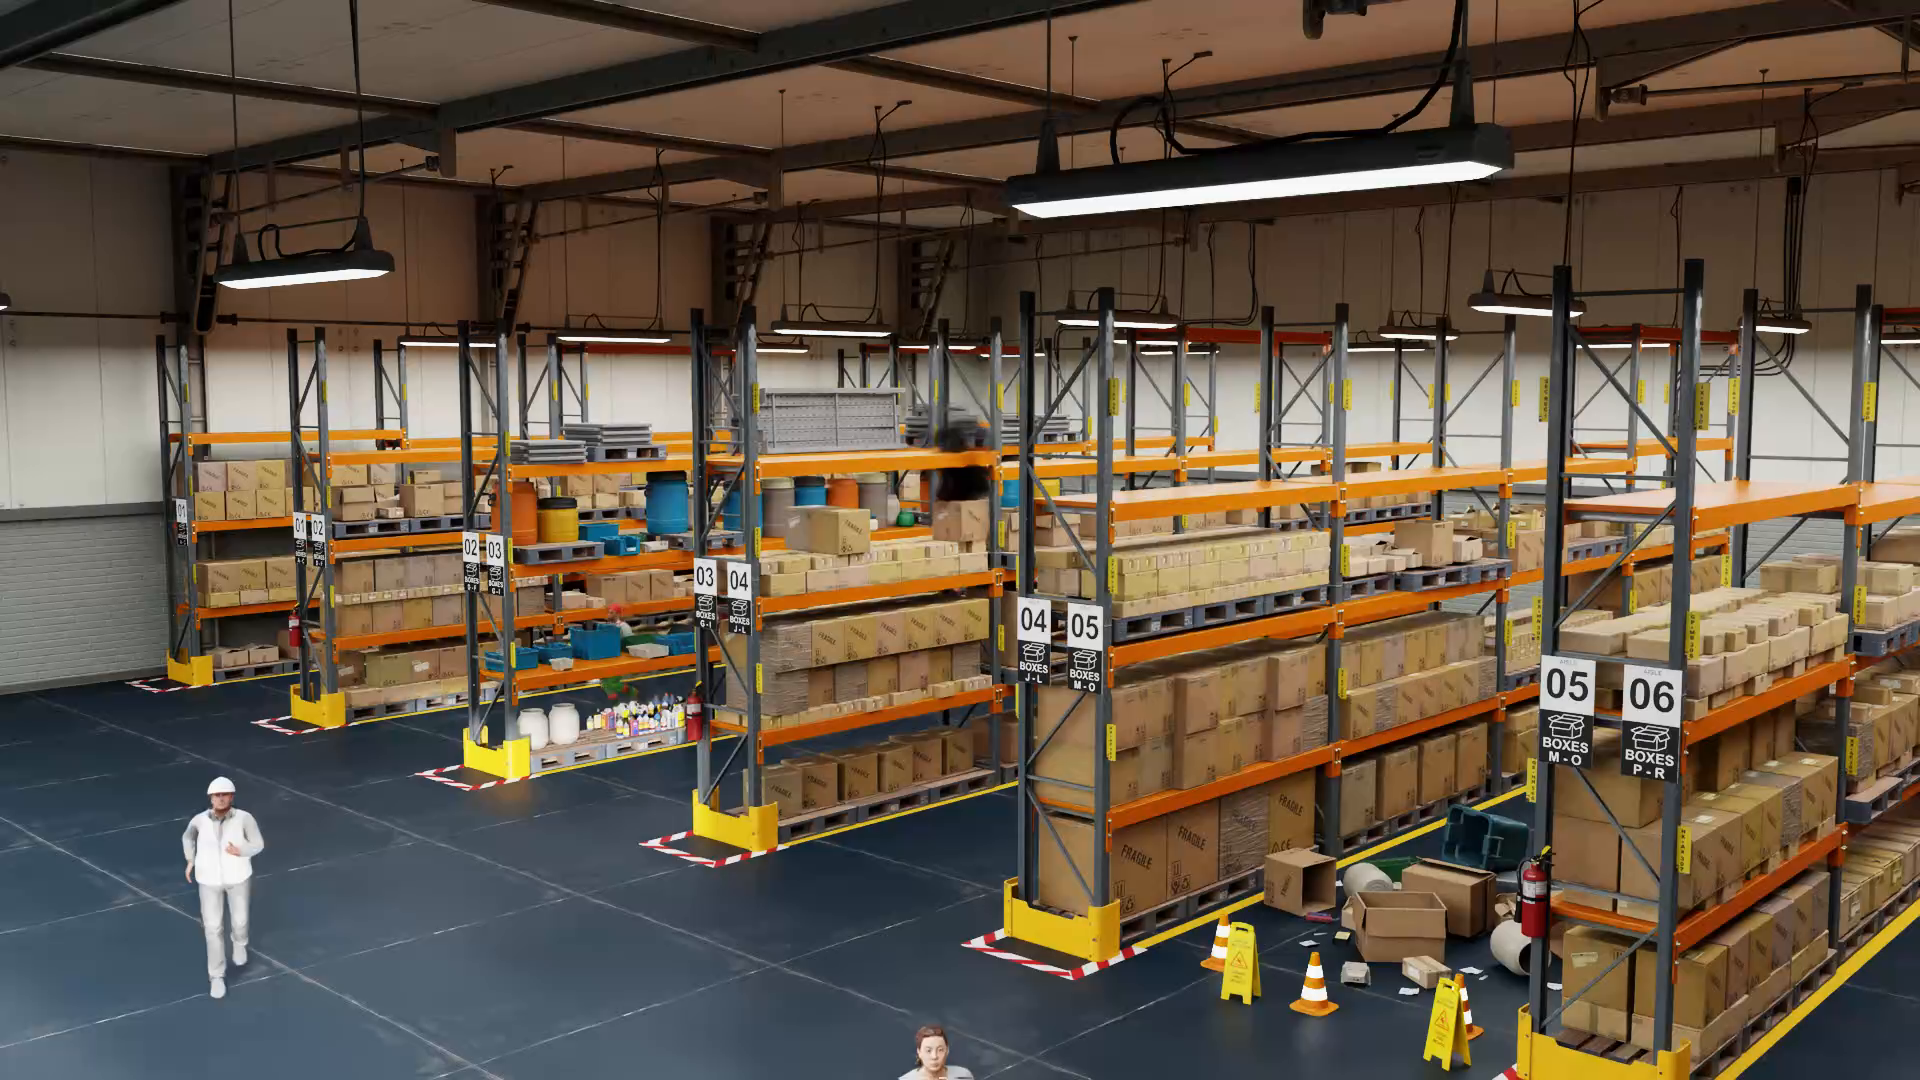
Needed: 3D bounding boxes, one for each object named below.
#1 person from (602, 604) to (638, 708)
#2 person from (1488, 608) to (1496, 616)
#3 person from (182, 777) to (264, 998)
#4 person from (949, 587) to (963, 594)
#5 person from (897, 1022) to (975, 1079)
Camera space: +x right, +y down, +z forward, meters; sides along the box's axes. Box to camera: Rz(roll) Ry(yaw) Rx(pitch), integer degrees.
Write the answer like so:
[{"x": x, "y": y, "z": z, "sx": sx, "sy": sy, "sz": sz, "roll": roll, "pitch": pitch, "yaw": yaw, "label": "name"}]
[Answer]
[{"x": -5.356, "y": 1.856, "z": 25.989, "sx": 0.643, "sy": 1.742, "sz": 0.612, "roll": 5, "pitch": 7, "yaw": 40, "label": "person"}, {"x": 8.455, "y": 1.903, "z": 26.001, "sx": 0.922, "sy": 1.705, "sz": 0.613, "roll": -5, "pitch": 7, "yaw": -41, "label": "person"}, {"x": -6.323, "y": 2.917, "z": 14.293, "sx": 0.652, "sy": 1.766, "sz": 0.960, "roll": -2, "pitch": 6, "yaw": -22, "label": "person"}, {"x": -0.171, "y": 1.243, "z": 32.624, "sx": 0.672, "sy": 1.736, "sz": 0.948, "roll": 3, "pitch": 6, "yaw": 32, "label": "person"}, {"x": -0.144, "y": 3.472, "z": 9.149, "sx": 0.568, "sy": 1.662, "sz": 0.935, "roll": -1, "pitch": 5, "yaw": -8, "label": "person"}]
